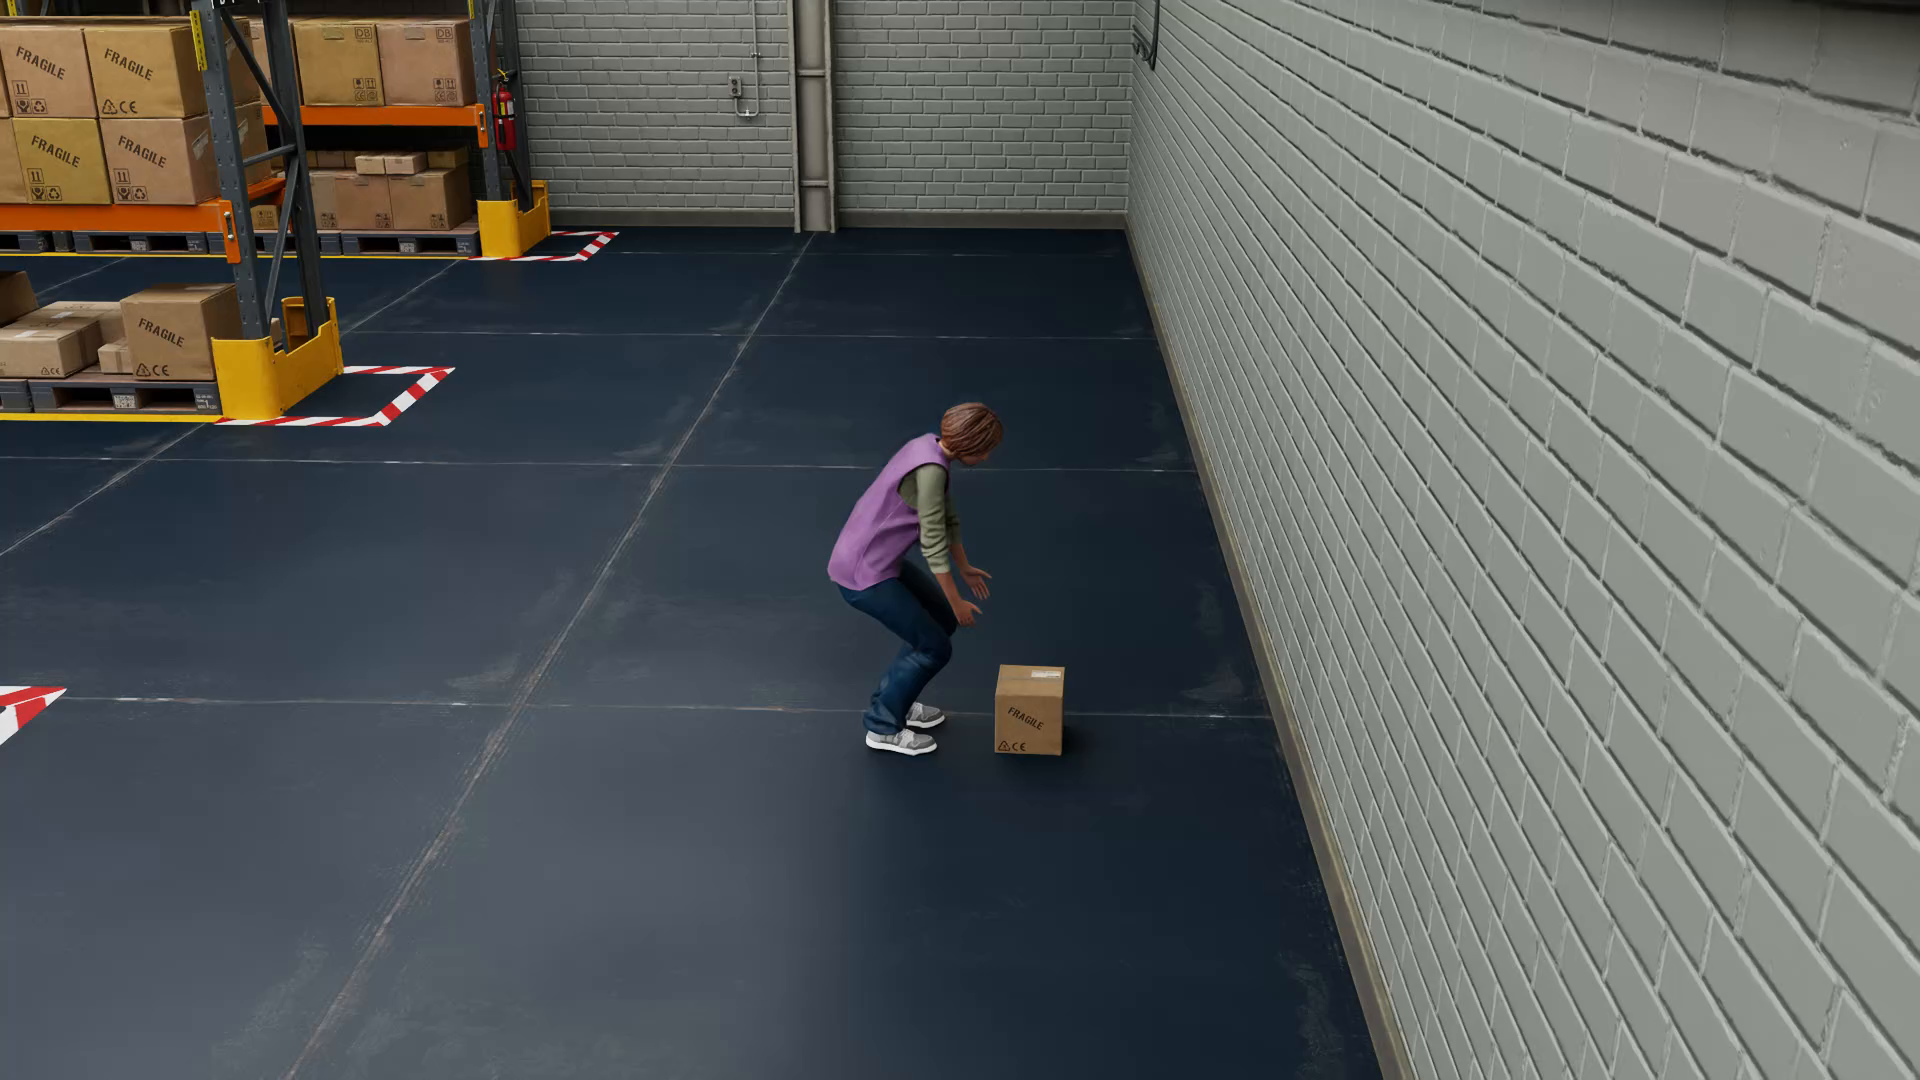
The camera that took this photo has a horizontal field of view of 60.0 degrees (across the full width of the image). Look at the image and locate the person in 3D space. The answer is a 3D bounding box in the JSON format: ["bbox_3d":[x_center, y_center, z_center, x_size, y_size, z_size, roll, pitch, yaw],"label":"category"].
[{"bbox_3d":[-0.165,0.130,6.170,0.640,1.310,0.462,2,21,5],"label":"person"}]
